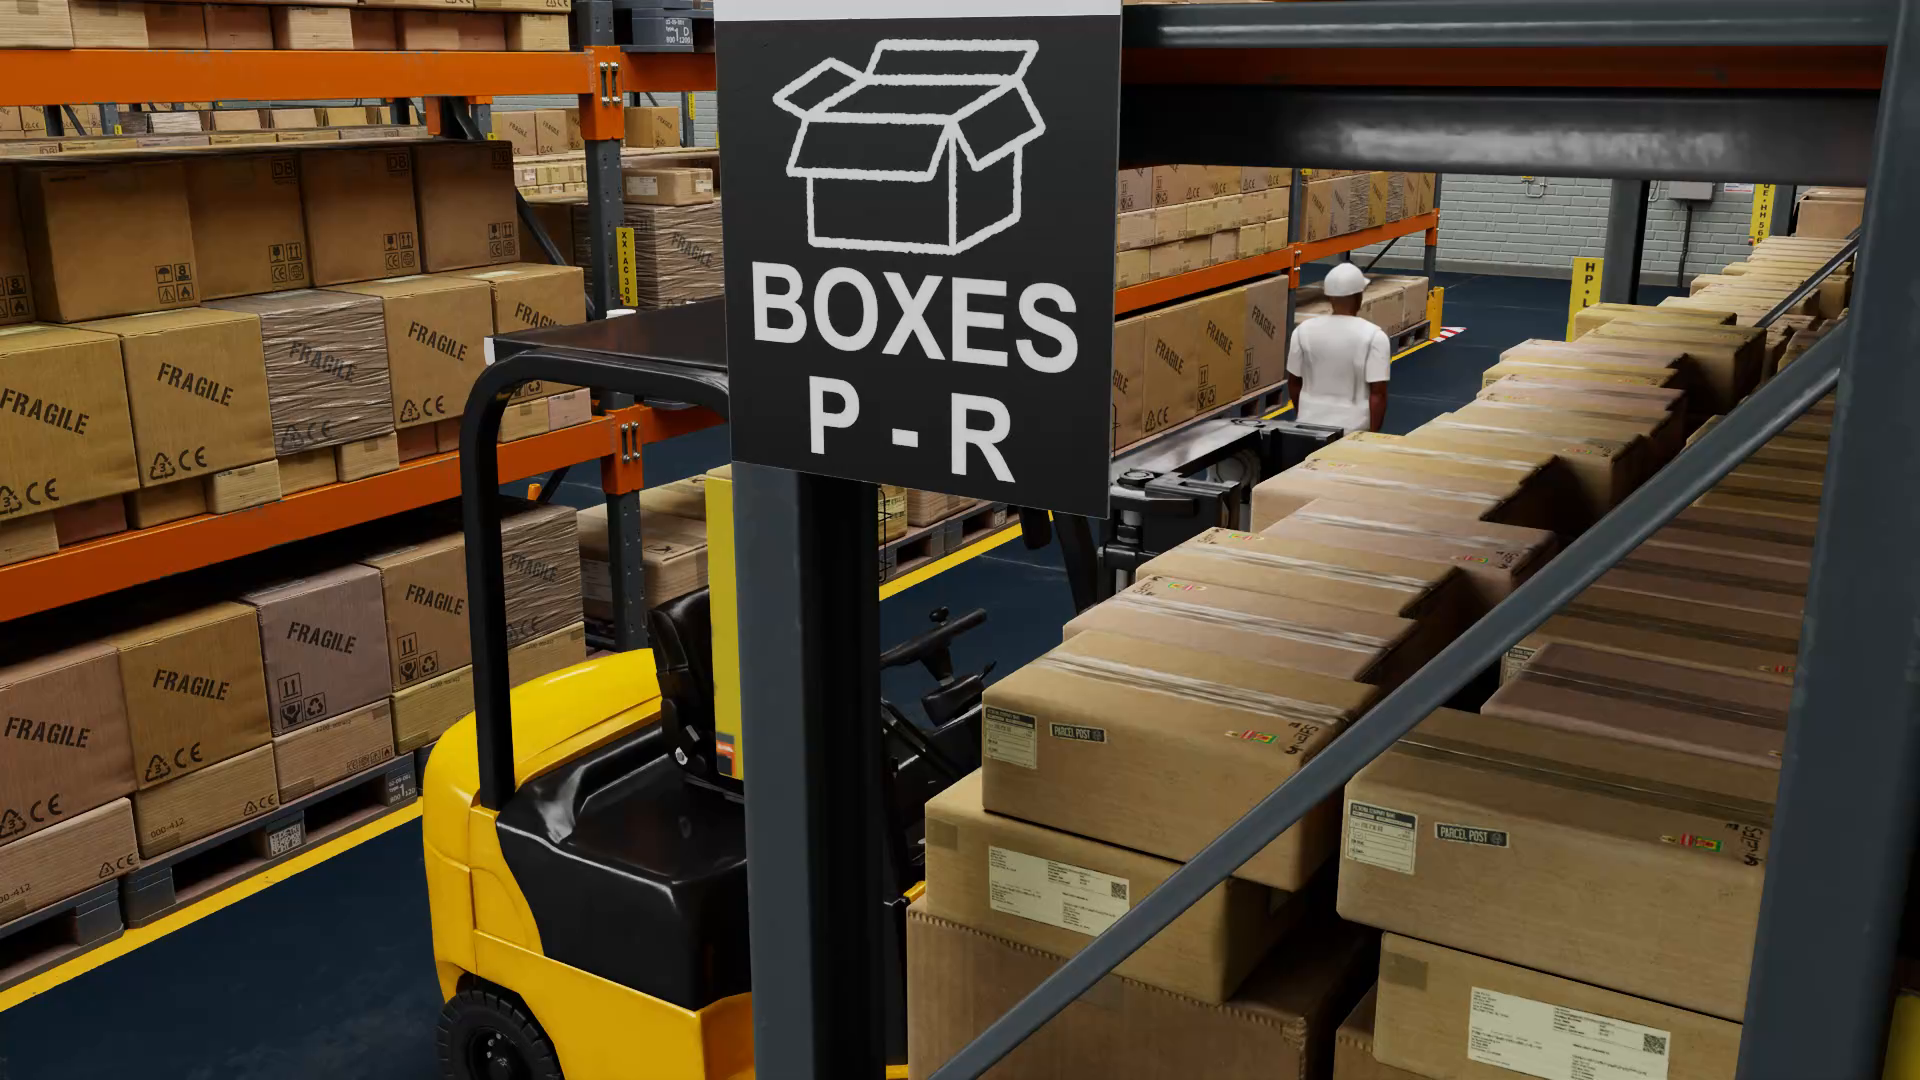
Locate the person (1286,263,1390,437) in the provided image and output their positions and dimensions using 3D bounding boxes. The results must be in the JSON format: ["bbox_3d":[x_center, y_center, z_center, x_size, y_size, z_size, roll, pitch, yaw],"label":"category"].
[{"bbox_3d":[2.051,-0.632,8.953,0.571,1.736,0.928,8,18,25],"label":"person"}]
